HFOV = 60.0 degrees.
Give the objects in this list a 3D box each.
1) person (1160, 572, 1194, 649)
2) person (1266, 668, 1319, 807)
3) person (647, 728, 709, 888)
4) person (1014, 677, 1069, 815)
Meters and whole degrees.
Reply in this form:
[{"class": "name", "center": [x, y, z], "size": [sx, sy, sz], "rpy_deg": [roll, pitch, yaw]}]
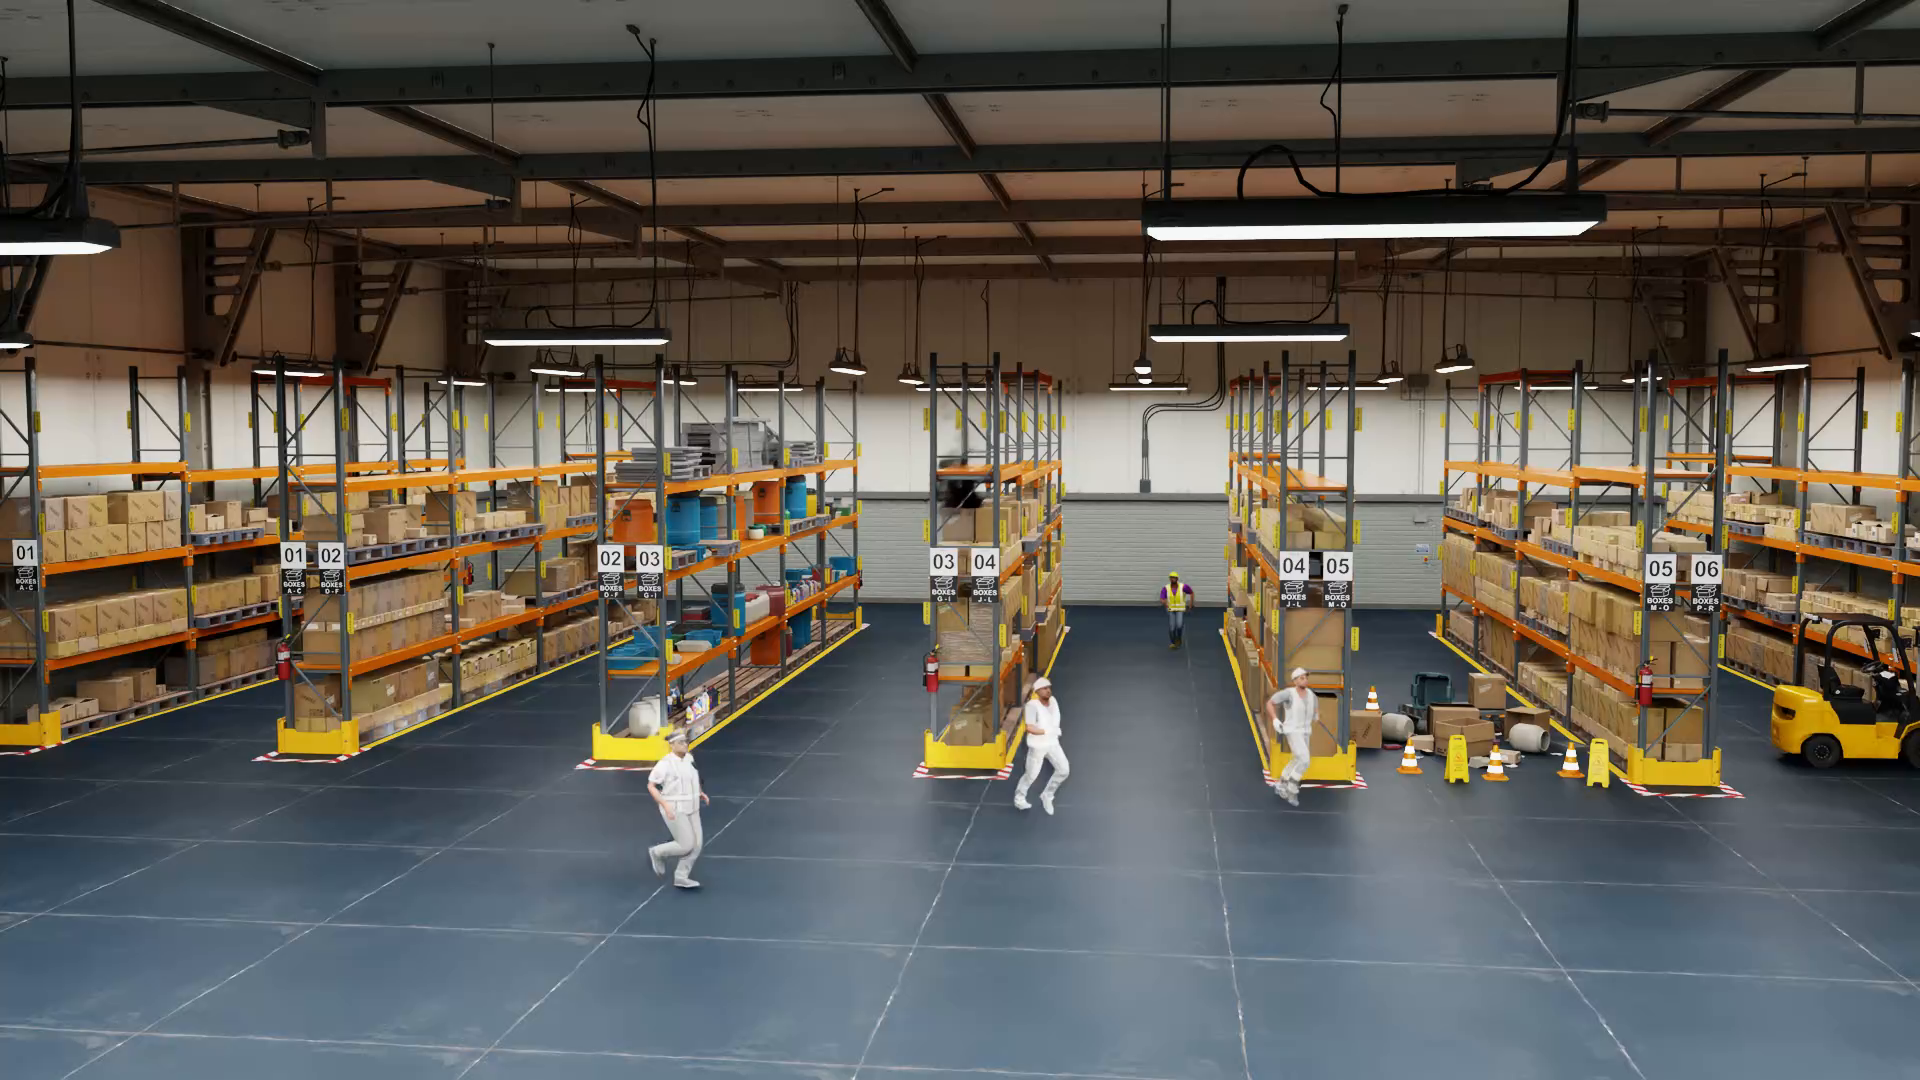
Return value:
[{"class": "person", "center": [4.740, 1.555, 36.454], "size": [0.726, 1.714, 0.743], "rpy_deg": [1, 4, 14]}, {"class": "person", "center": [4.436, 2.572, 21.858], "size": [0.649, 1.797, 0.673], "rpy_deg": [-3, 5, -34]}, {"class": "person", "center": [-3.014, 2.877, 17.895], "size": [0.591, 1.730, 0.678], "rpy_deg": [2, 5, 31]}, {"class": "person", "center": [1.078, 2.615, 21.126], "size": [0.704, 1.767, 0.859], "rpy_deg": [-3, 5, -38]}]
